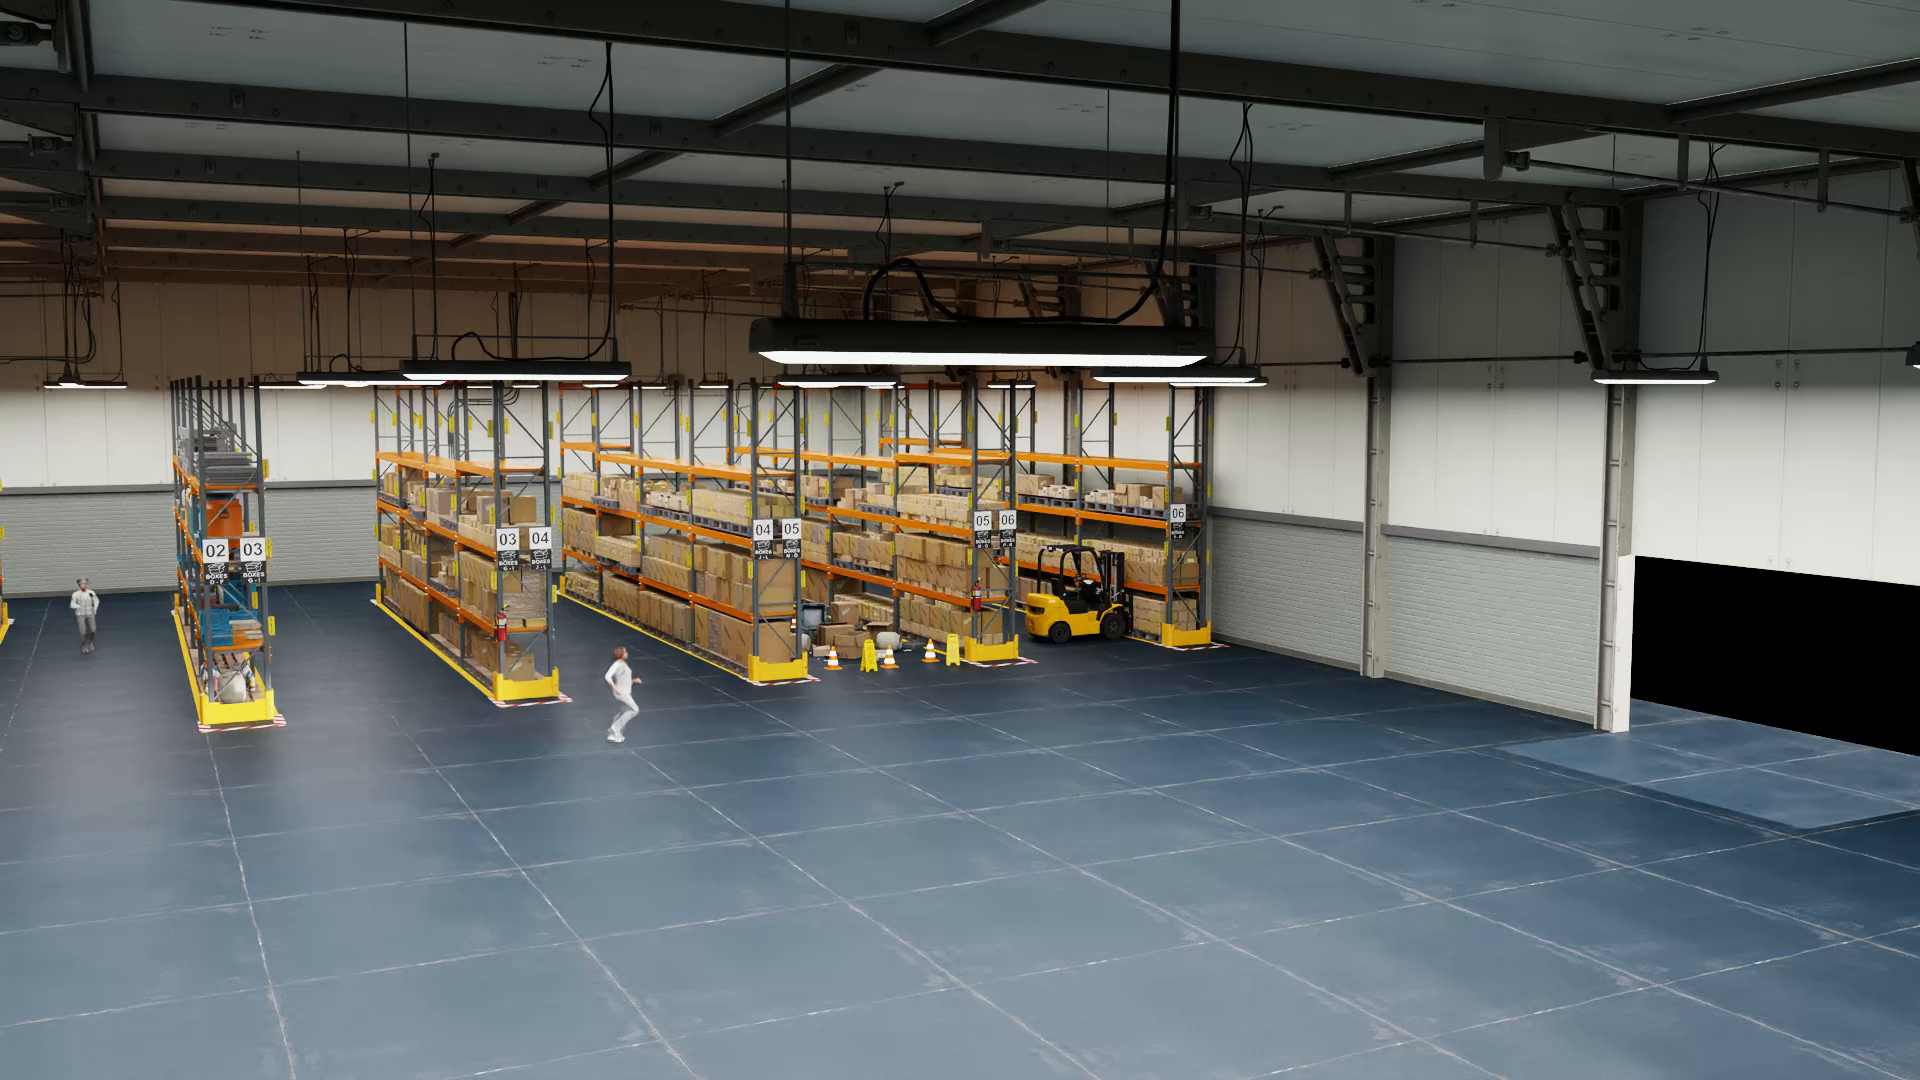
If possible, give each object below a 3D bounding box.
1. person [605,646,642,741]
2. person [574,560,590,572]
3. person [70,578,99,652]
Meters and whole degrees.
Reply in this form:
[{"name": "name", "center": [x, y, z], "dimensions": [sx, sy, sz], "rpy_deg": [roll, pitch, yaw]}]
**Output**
[{"name": "person", "center": [-5.493, 2.514, 27.190], "dimensions": [0.596, 1.562, 0.515], "rpy_deg": [0, 5, -2]}, {"name": "person", "center": [-11.045, 0.566, 48.946], "dimensions": [0.689, 1.683, 0.618], "rpy_deg": [-2, 5, -20]}, {"name": "person", "center": [-19.119, 1.648, 36.392], "dimensions": [0.591, 1.656, 0.598], "rpy_deg": [-4, 6, -36]}]
